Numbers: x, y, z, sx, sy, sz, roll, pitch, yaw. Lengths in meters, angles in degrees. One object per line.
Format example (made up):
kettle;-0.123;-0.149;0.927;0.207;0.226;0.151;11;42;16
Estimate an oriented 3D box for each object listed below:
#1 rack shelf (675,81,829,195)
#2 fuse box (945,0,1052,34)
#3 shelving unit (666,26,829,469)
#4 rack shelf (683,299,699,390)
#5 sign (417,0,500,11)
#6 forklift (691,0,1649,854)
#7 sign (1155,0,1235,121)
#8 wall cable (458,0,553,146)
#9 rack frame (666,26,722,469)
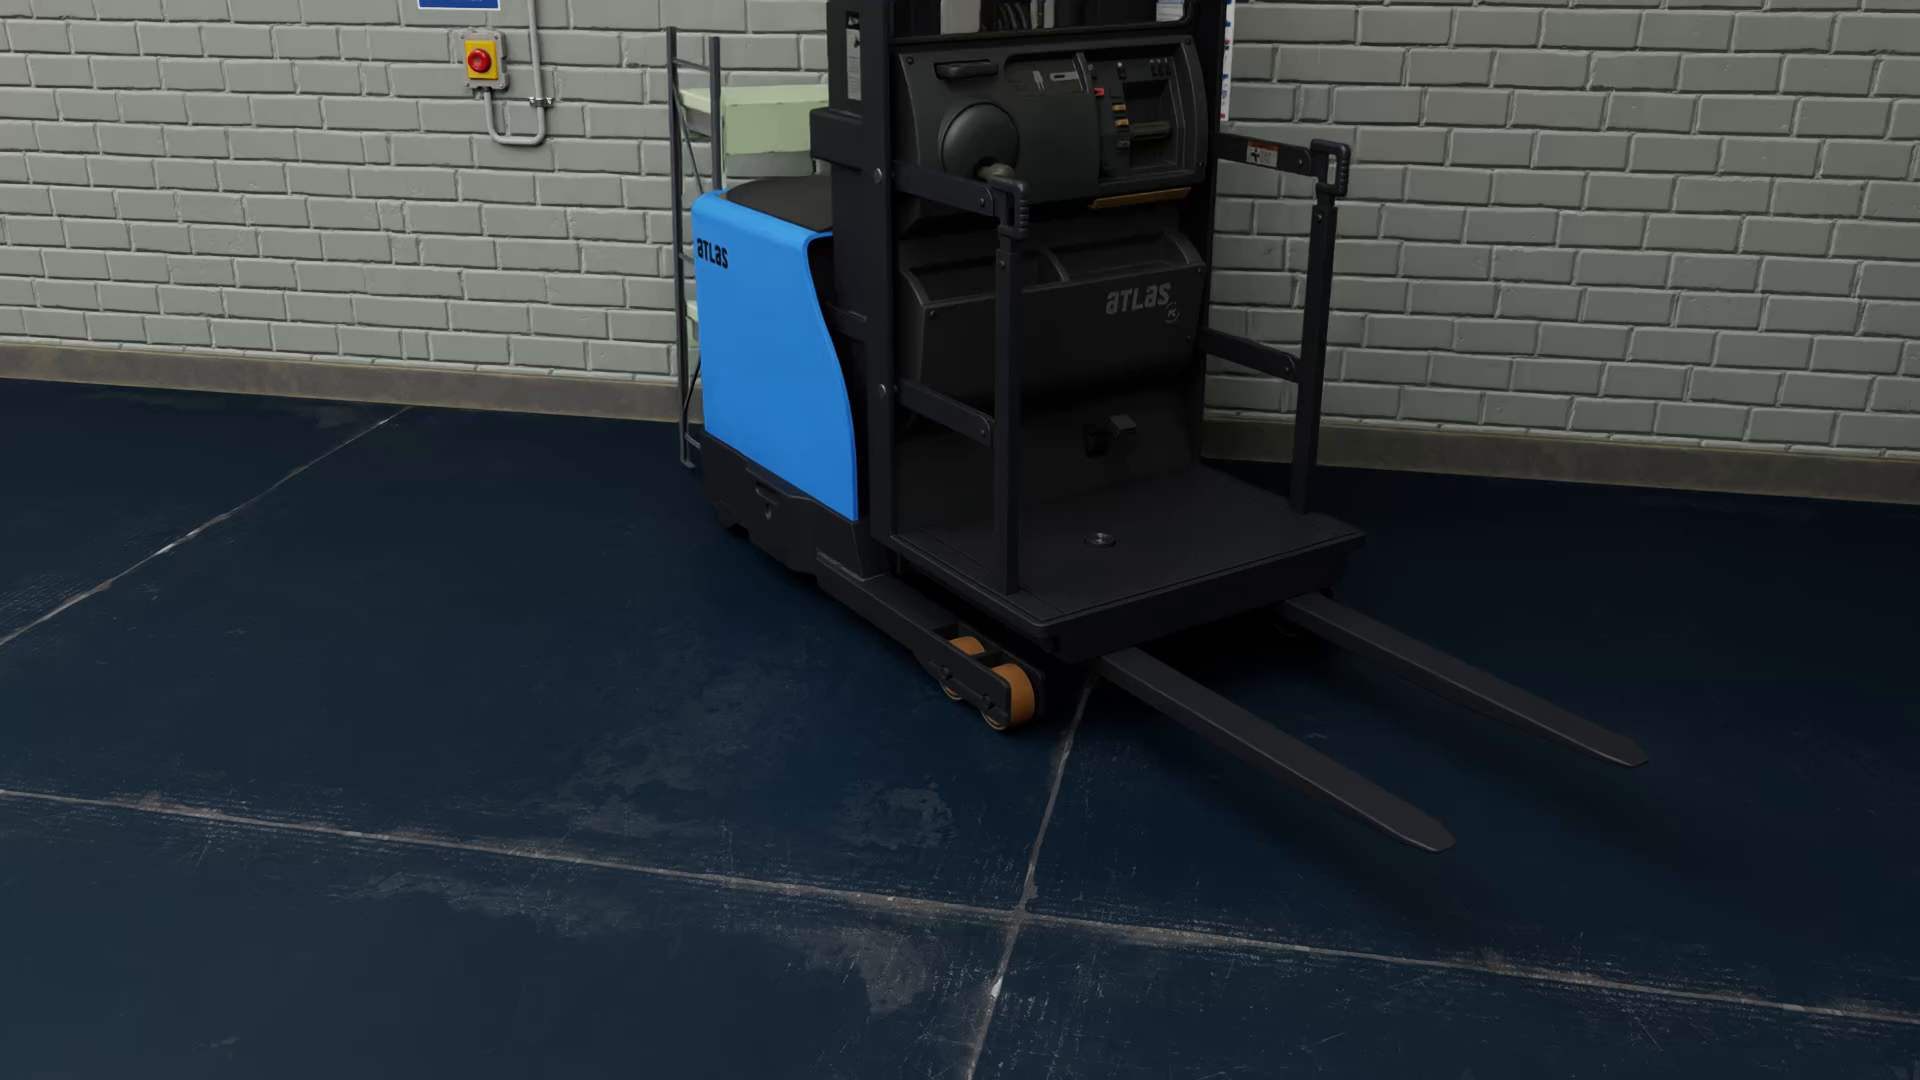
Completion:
rack shelf;-0.543;-1.335;5.573;0.720;0.370;0.431;-11;25;-29
fuse box;0.228;-1.079;5.741;0.539;1.711;0.414;4;22;11
shelving unit;-0.555;-0.973;5.716;0.755;1.500;0.431;-11;25;-29
rack shelf;-0.565;-0.670;5.836;0.720;0.370;0.431;-11;25;-29
sign;-1.833;-2.041;6.045;0.327;0.218;0.001;4;22;11
forklift;0.378;-1.084;4.123;1.130;2.935;3.031;-14;26;-31
sign;0.754;-1.670;5.613;0.329;0.494;0.001;4;22;11
wall cable;-1.798;-2.375;5.835;0.585;1.953;0.123;4;22;11
rack frame;-0.871;-0.914;5.541;0.023;1.500;0.400;-11;25;-29
